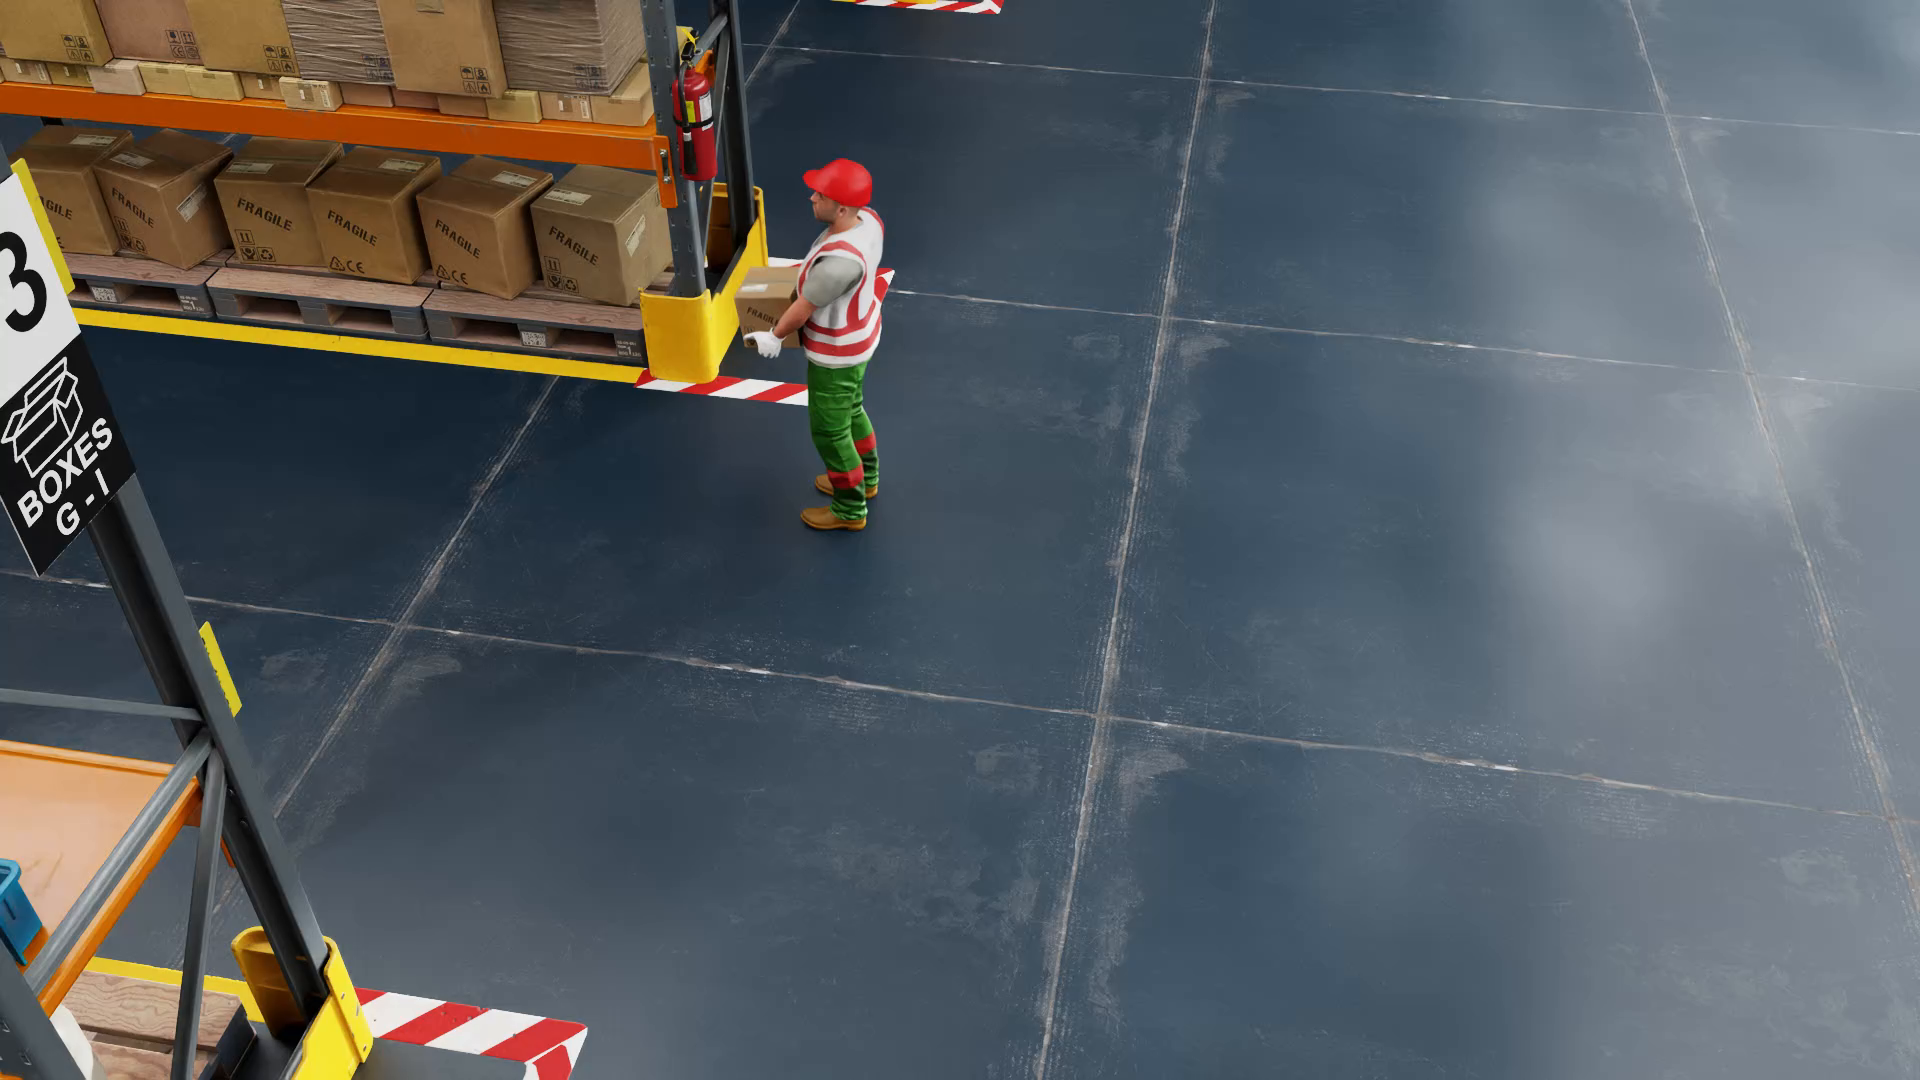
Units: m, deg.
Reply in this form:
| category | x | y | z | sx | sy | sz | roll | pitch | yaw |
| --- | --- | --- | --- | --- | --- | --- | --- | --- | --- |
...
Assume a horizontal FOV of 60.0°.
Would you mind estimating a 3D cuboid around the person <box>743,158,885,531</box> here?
| category | x | y | z | sx | sy | sz | roll | pitch | yaw |
| --- | --- | --- | --- | --- | --- | --- | --- | --- | --- |
| person | -0.616 | -0.833 | 7.128 | 0.567 | 1.783 | 0.494 | 7 | 41 | 9 |
